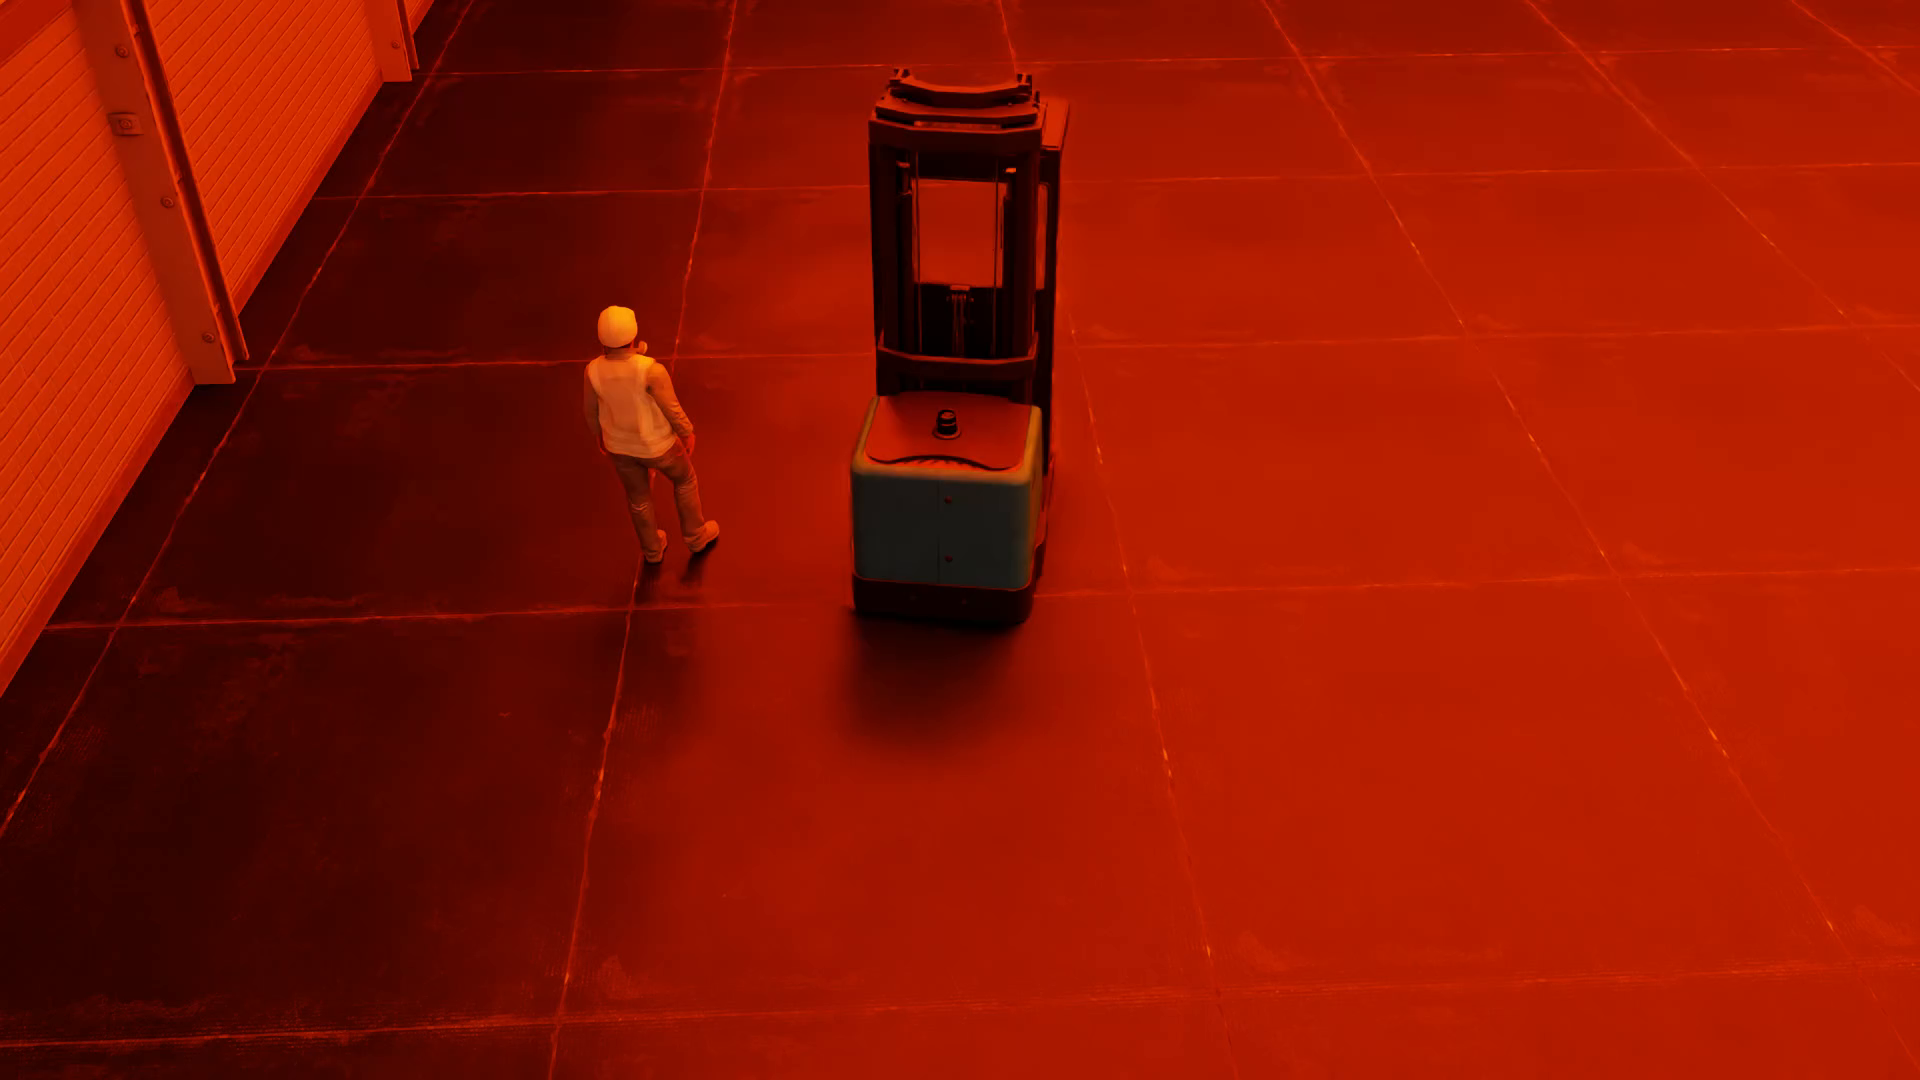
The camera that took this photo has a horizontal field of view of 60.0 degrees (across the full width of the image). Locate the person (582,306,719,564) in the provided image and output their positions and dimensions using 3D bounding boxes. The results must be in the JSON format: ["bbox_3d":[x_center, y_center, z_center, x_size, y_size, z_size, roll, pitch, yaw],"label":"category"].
[{"bbox_3d":[-1.860,-0.638,9.855,0.633,1.774,0.568,6,36,8],"label":"person"}]

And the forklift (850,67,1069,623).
[{"bbox_3d":[0.055,-1.557,10.149,1.130,2.935,3.031,4,36,5],"label":"forklift"}]
